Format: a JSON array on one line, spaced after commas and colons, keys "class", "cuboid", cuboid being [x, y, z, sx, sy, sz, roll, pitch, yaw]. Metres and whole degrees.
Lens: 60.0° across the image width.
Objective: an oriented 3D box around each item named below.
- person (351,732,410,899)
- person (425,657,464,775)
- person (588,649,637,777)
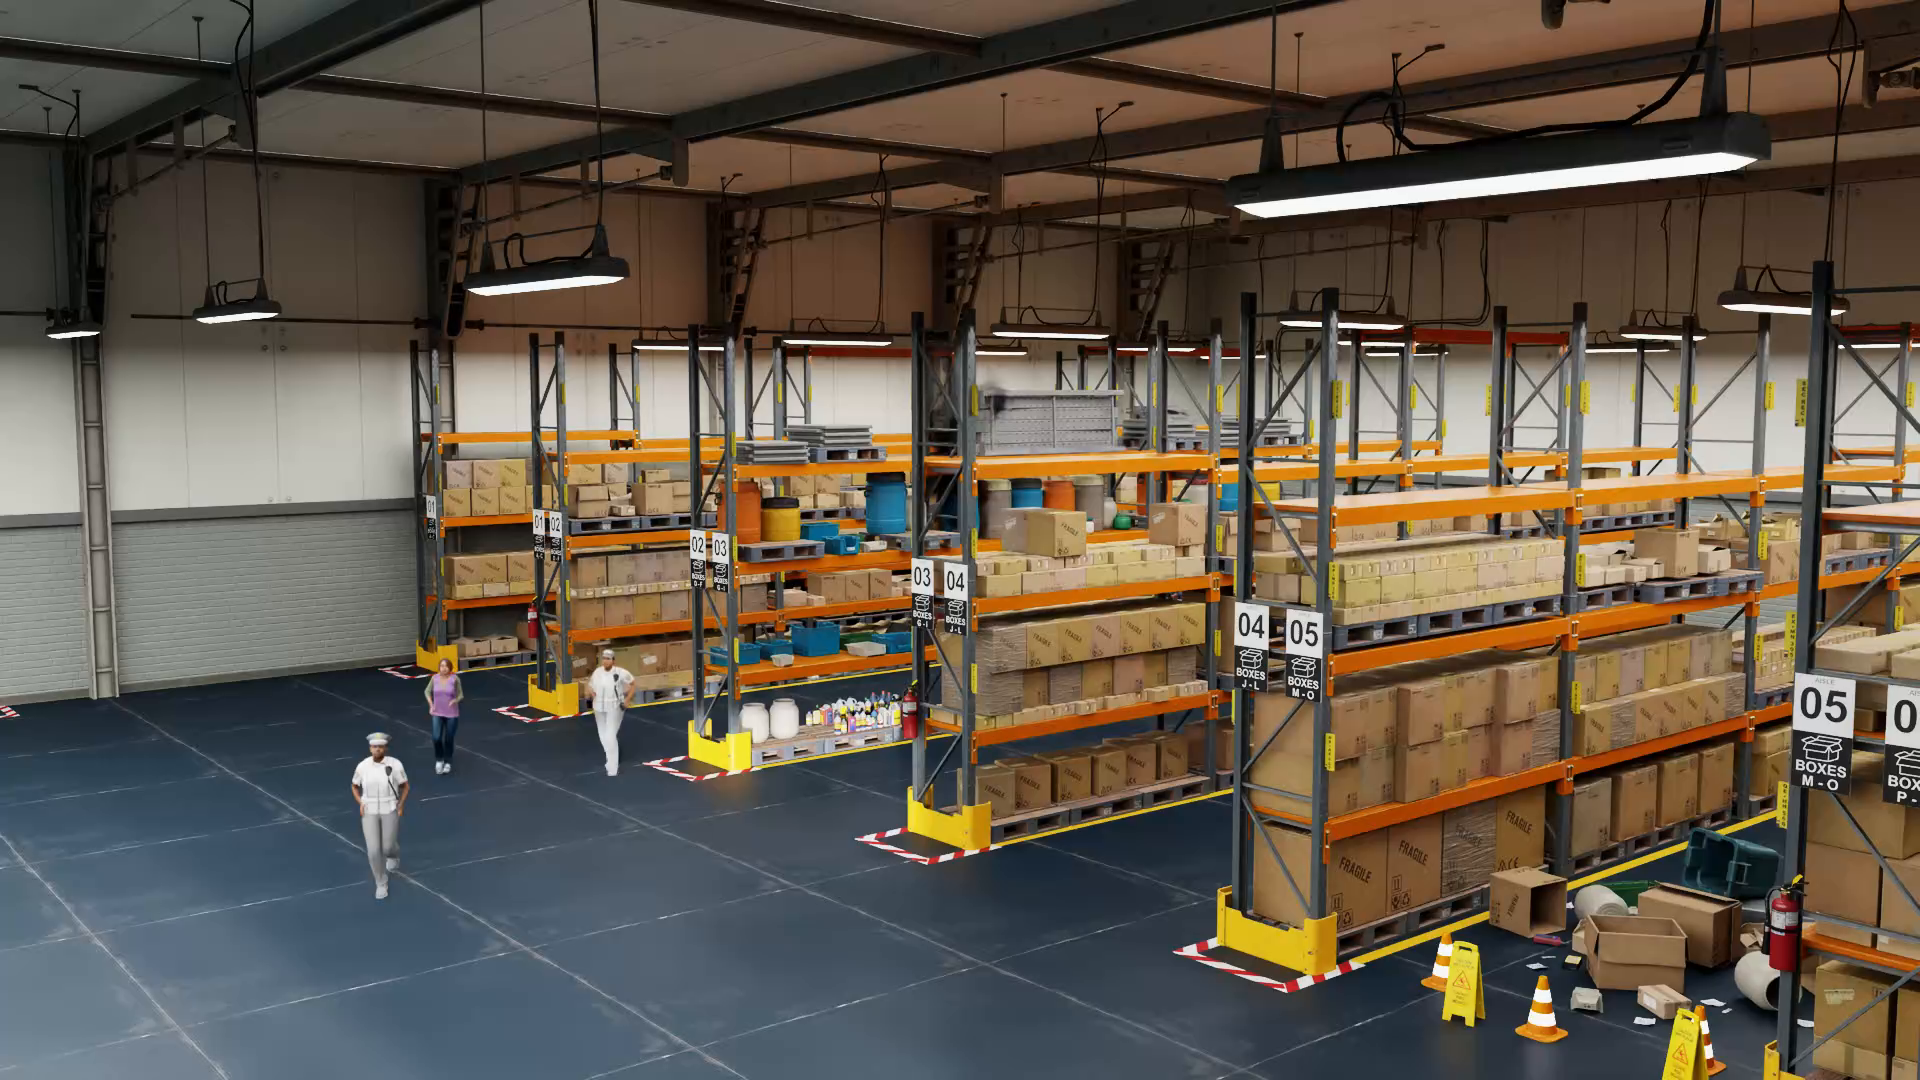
[{"class": "person", "cuboid": [-5.934, 2.776, 17.034, 0.576, 1.671, 0.643, -1, 5, -13]}, {"class": "person", "cuboid": [-6.826, 2.335, 22.009, 0.505, 1.565, 0.628, -1, 5, -14]}, {"class": "person", "cuboid": [-4.673, 2.306, 22.179, 0.601, 1.711, 0.661, 1, 5, 13]}]
